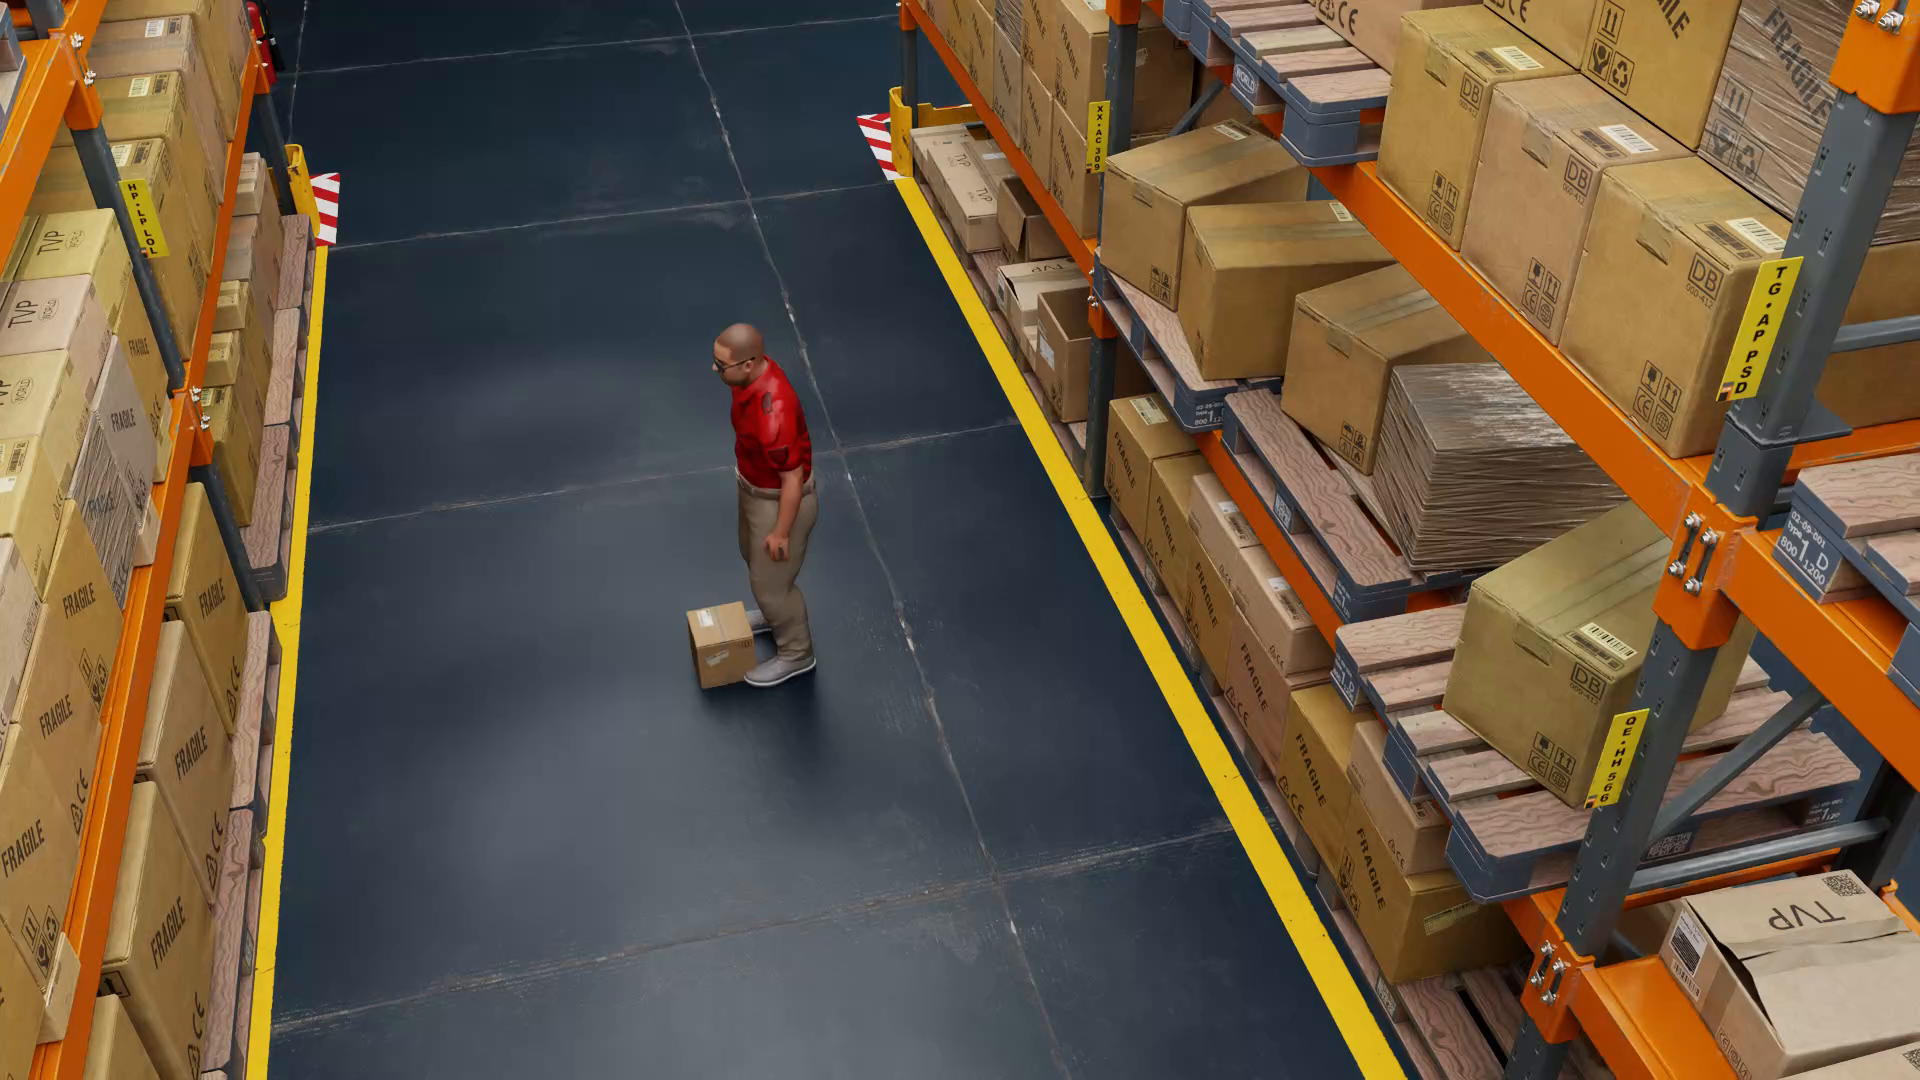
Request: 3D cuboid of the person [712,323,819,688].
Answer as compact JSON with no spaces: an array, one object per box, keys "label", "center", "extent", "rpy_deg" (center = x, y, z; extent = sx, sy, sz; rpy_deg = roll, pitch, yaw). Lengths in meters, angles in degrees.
[{"label":"person","center":[-0.803,-0.167,6.941],"extent":[0.393,1.725,0.594],"rpy_deg":[-11,39,-14]}]
